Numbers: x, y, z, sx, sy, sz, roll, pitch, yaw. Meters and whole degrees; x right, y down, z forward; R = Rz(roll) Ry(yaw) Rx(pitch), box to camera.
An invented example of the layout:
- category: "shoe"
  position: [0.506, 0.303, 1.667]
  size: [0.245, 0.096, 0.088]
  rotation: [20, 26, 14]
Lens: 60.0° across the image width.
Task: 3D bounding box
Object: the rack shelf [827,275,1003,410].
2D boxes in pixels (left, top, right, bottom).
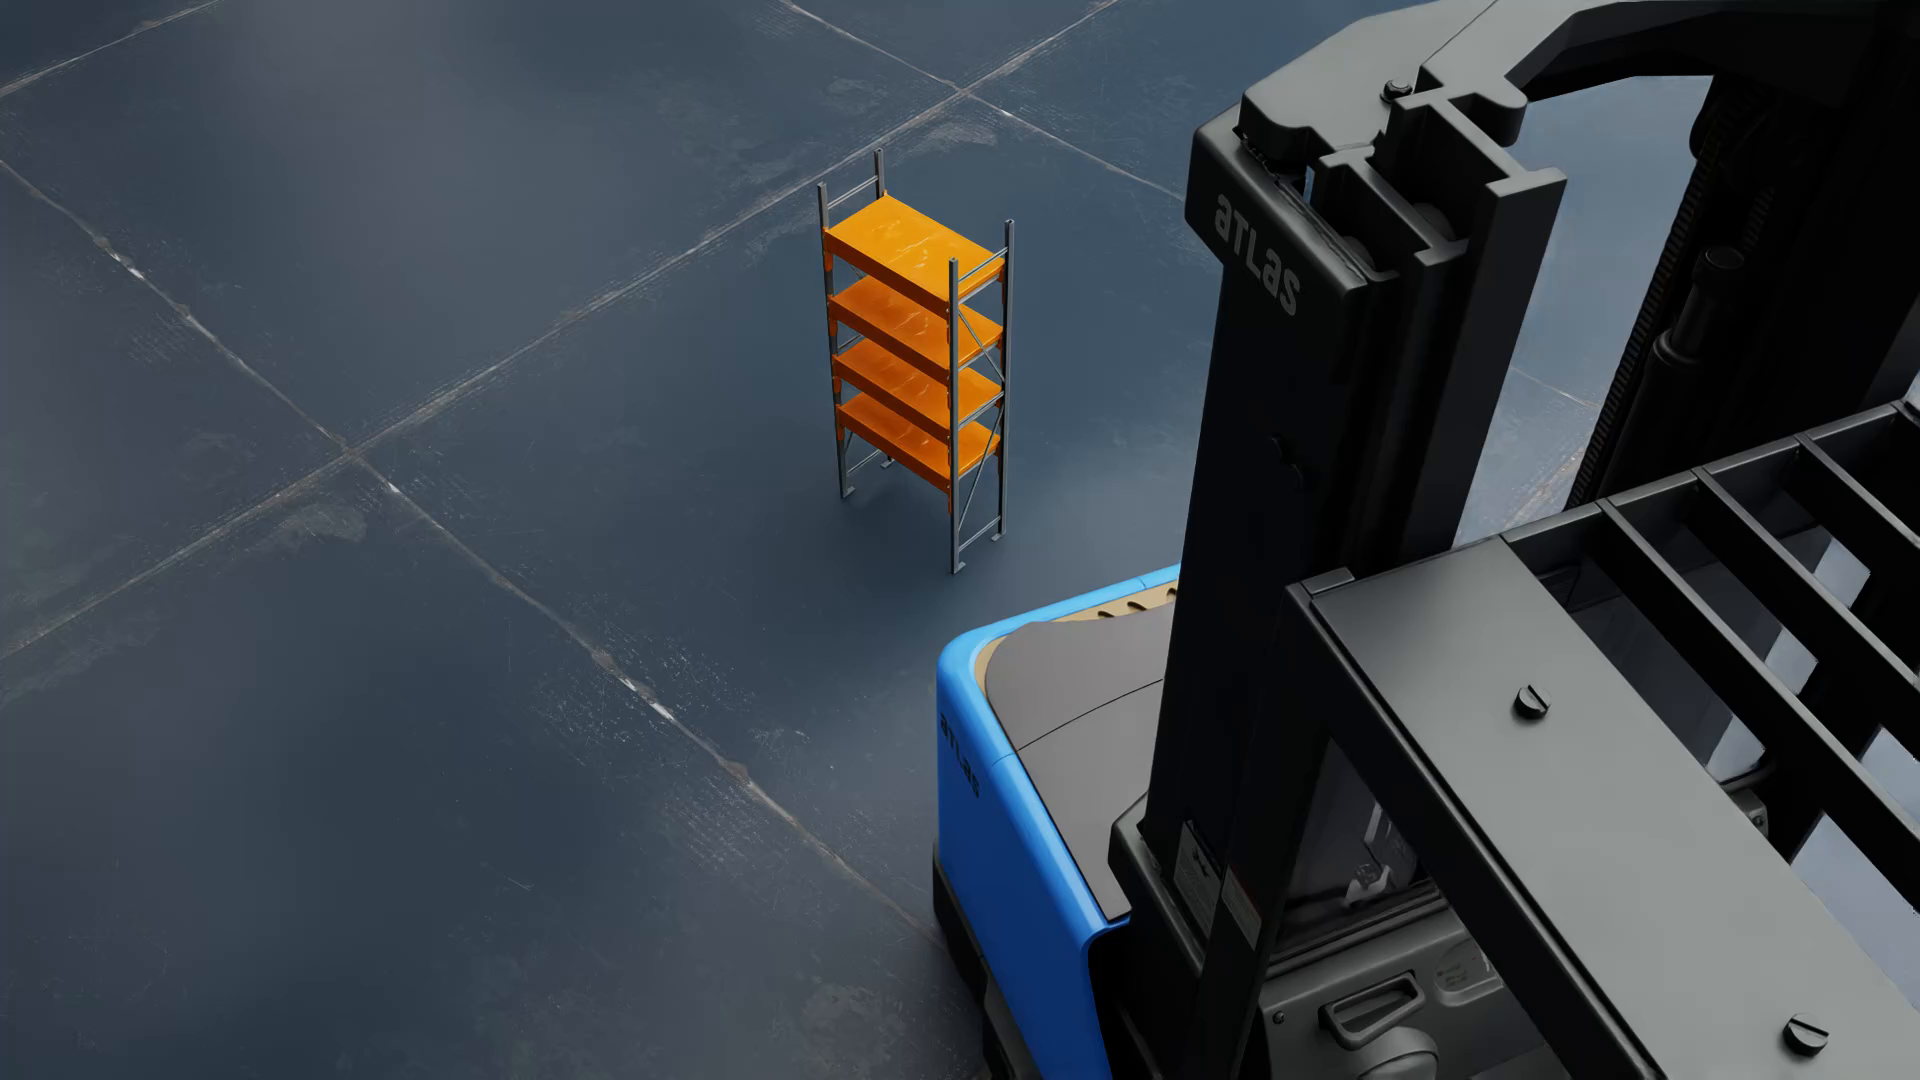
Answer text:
- category: "rack shelf"
  position: [-0.122, -0.600, 4.775]
  size: [0.480, 0.148, 0.258]
  rotation: [34, 55, 28]

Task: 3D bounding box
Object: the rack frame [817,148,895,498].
- category: "rack frame"
  position: [-0.301, -0.613, 5.003]
  size: [0.015, 1.200, 0.240]
  rotation: [34, 55, 28]

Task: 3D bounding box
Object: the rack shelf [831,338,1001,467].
- category: "rack shelf"
  position: [-0.122, -0.446, 4.938]
  size: [0.480, 0.148, 0.258]
  rotation: [34, 55, 28]

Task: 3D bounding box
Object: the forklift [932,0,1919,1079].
- category: "forklift"
  position: [0.967, 0.806, 2.482]
  size: [1.130, 2.935, 3.031]
  rotation: [-17, 49, -15]

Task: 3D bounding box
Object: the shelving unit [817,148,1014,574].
- category: "shelving unit"
  position: [-0.122, -0.493, 4.889]
  size: [0.503, 1.200, 0.258]
  rotation: [34, 55, 28]

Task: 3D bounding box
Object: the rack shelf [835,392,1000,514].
- category: "rack shelf"
  position: [-0.122, -0.311, 5.083]
  size: [0.480, 0.148, 0.258]
  rotation: [34, 55, 28]

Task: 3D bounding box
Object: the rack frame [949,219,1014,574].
- category: "rack frame"
  position: [0.058, -0.372, 4.776]
  size: [0.015, 1.200, 0.240]
  rotation: [34, 55, 28]

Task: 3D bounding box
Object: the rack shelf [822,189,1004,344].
- category: "rack shelf"
  position: [-0.122, -0.762, 4.603]
  size: [0.480, 0.148, 0.258]
  rotation: [34, 55, 28]
